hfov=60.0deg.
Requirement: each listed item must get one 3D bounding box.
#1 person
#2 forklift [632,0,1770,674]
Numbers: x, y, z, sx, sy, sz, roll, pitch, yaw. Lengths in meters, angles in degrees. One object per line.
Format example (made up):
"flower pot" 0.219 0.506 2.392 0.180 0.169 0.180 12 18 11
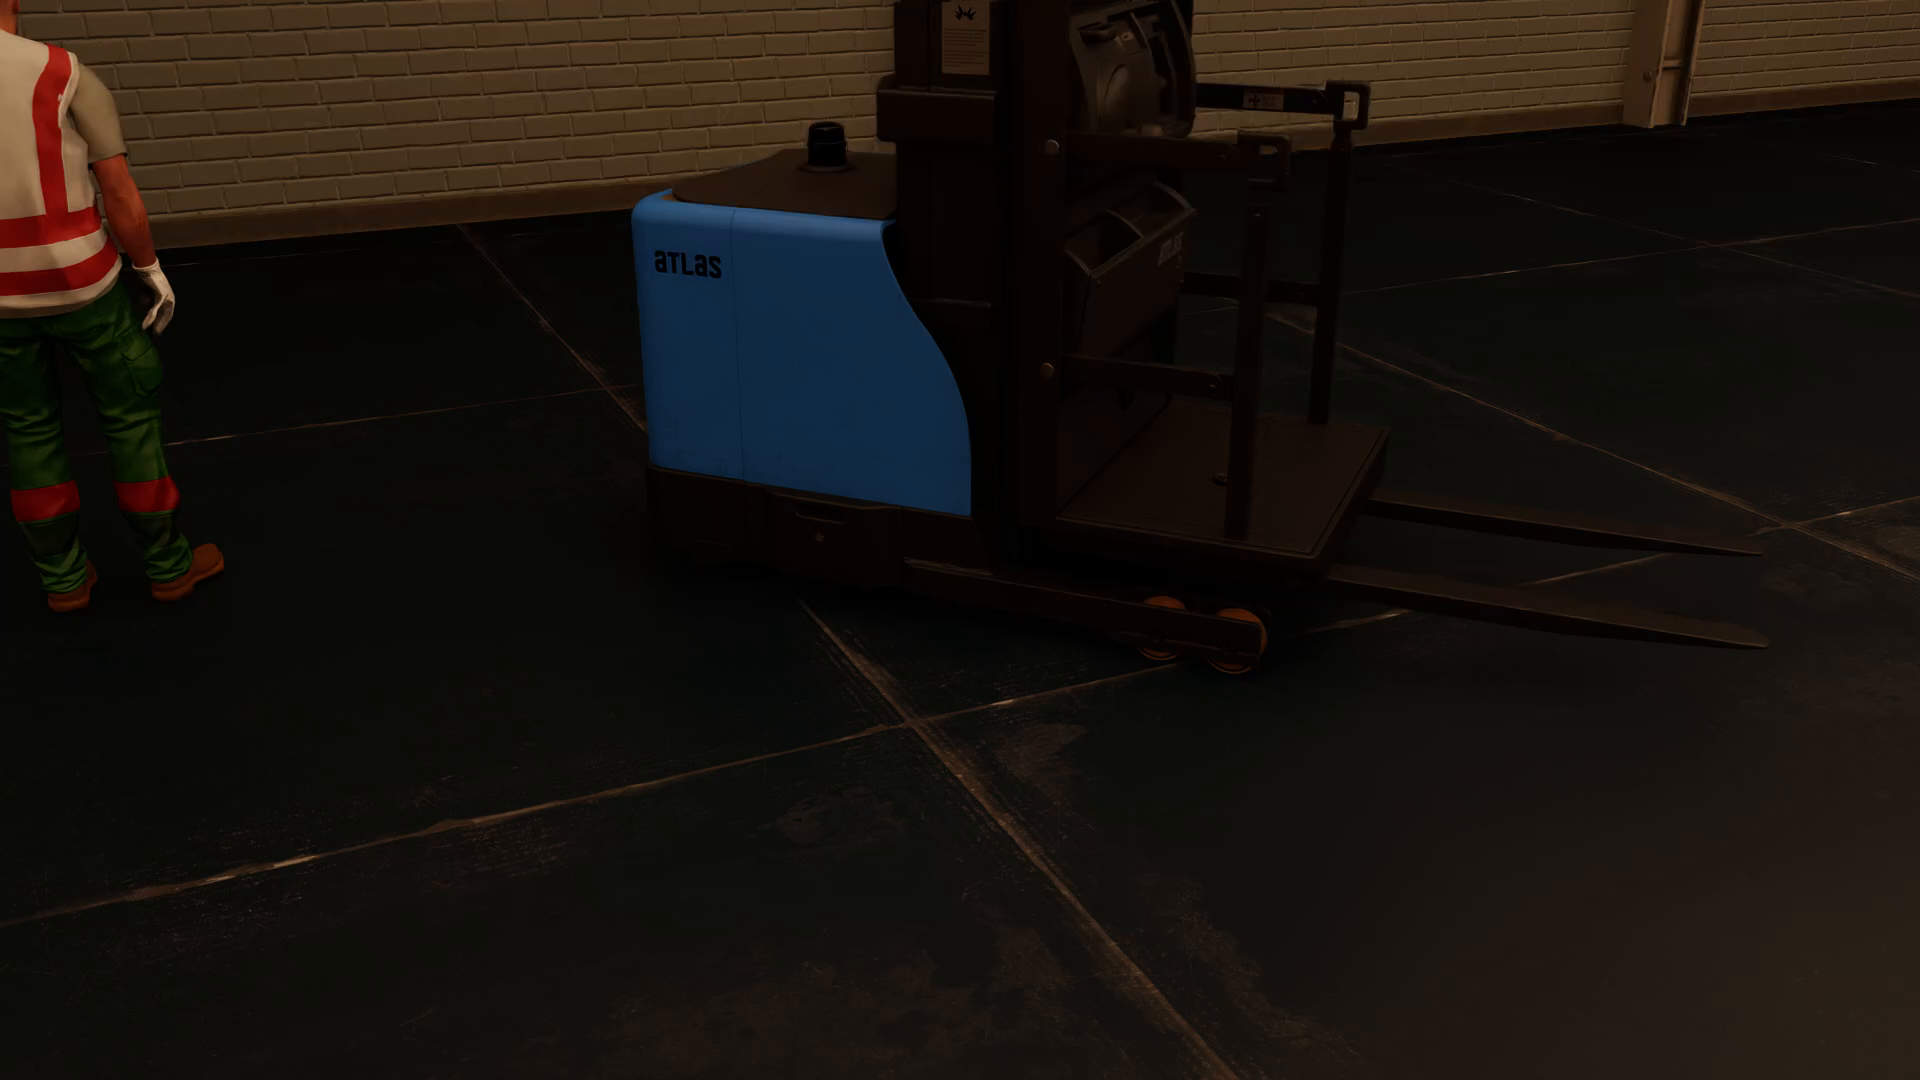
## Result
"person" -2.420 -0.670 4.407 0.611 1.778 0.451 -5 23 -13
"forklift" 0.644 -1.240 4.272 3.031 2.935 1.130 9 24 21
